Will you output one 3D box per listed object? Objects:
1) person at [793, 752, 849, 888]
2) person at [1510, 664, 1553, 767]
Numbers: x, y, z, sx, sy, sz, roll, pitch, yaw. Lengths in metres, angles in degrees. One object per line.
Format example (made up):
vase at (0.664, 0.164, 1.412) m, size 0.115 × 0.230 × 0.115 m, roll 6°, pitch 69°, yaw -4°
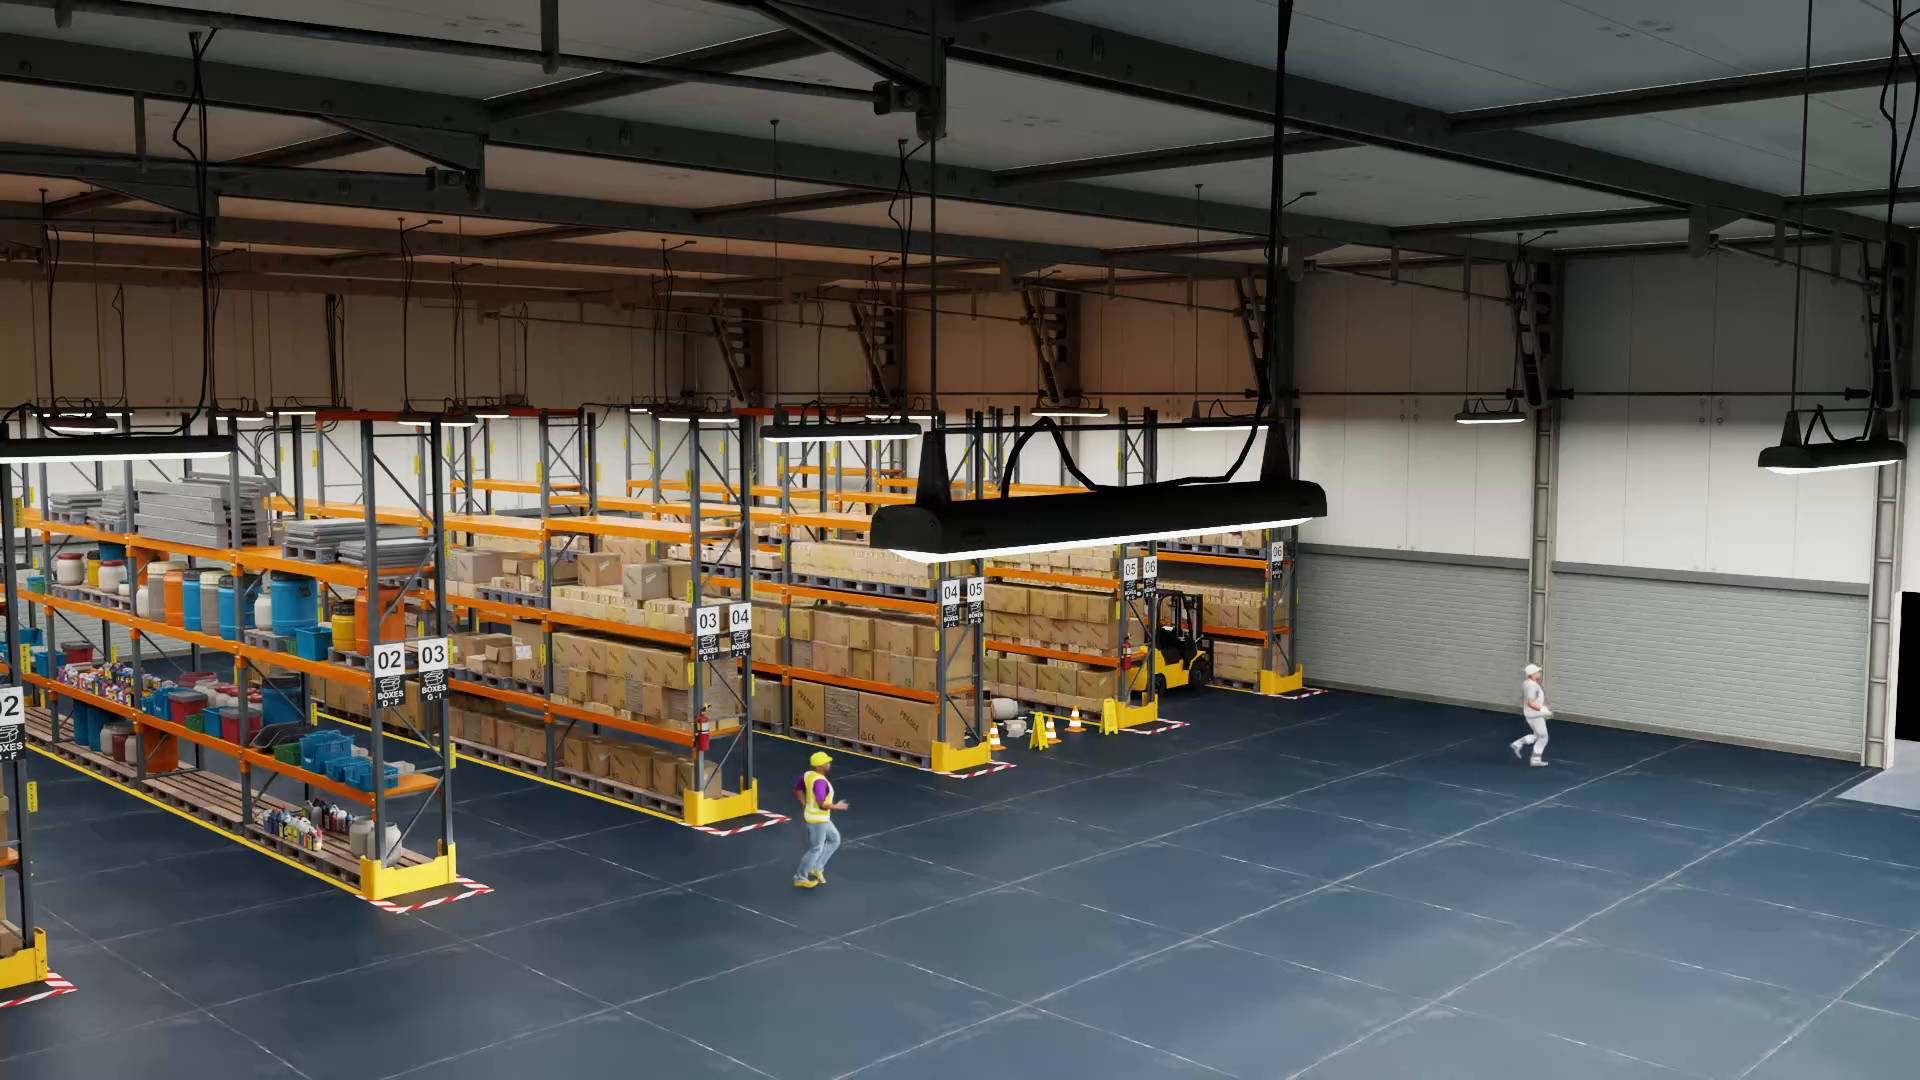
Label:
person at (-1.784, 3.578, 21.244) m, size 0.715 × 1.762 × 0.660 m, roll -1°, pitch 5°, yaw -12°
person at (9.672, 2.970, 28.163) m, size 0.623 × 1.738 × 0.655 m, roll 1°, pitch 5°, yaw 10°
